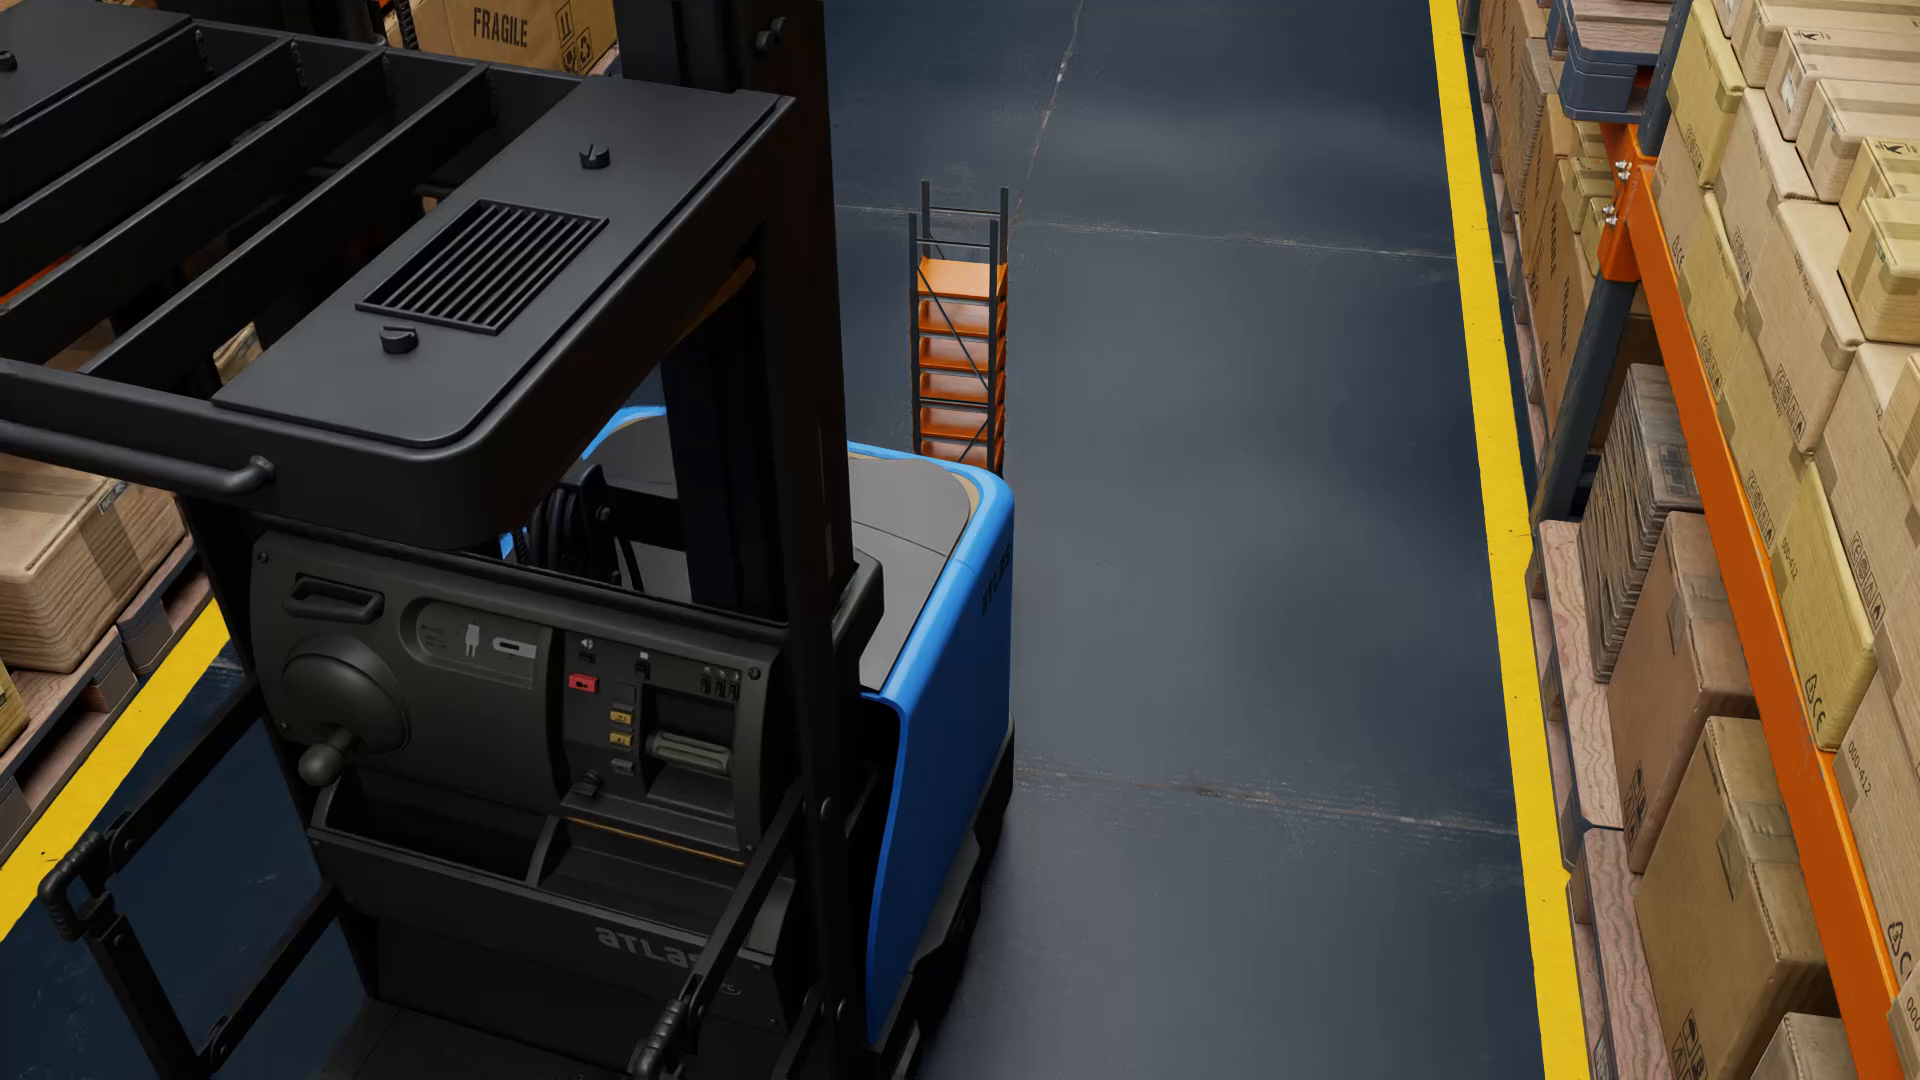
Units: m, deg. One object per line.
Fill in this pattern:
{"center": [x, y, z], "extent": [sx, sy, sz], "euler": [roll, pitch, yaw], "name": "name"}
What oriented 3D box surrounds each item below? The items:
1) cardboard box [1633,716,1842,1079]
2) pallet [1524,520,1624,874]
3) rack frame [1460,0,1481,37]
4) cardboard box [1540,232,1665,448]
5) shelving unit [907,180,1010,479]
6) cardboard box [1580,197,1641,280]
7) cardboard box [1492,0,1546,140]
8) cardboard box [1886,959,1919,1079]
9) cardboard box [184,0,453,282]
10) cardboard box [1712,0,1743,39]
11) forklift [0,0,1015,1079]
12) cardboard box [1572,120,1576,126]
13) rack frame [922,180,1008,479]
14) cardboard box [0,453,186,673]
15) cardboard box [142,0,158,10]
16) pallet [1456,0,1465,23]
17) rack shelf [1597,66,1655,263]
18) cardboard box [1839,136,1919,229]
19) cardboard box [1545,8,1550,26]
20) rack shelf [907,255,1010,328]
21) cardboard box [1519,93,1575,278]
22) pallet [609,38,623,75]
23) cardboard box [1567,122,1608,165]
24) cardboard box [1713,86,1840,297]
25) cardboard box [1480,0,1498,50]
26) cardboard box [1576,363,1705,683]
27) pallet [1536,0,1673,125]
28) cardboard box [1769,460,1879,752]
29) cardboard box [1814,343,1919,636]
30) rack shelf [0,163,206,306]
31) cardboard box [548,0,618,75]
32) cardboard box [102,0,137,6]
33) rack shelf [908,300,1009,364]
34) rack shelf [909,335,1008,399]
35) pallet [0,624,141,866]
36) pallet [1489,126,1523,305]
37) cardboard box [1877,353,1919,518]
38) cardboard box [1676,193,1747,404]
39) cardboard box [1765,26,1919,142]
{"center": [1.967, 0.838, 3.416], "extent": [0.875, 0.625, 0.625], "euler": [5, 40, 6], "name": "cardboard box"}
{"center": [2.129, 0.448, 4.542], "extent": [1.003, 0.211, 1.213], "euler": [6, 40, 8], "name": "pallet"}
{"center": [3.002, -3.649, 7.310], "extent": [1.000, 3.000, 0.127], "euler": [6, 40, 8], "name": "rack frame"}
{"center": [2.171, -0.626, 5.286], "extent": [0.500, 0.500, 0.500], "euler": [7, 40, 9], "name": "cardboard box"}
{"center": [-0.003, -0.453, 4.857], "extent": [0.258, 1.200, 0.189], "euler": [6, 40, 8], "name": "shelving unit"}
{"center": [2.146, -0.925, 5.138], "extent": [0.380, 0.149, 0.250], "euler": [5, 40, 5], "name": "cardboard box"}
{"center": [2.524, -1.921, 6.851], "extent": [0.500, 0.500, 0.500], "euler": [5, 40, 6], "name": "cardboard box"}
{"center": [1.529, 0.768, 2.085], "extent": [0.500, 0.250, 0.500], "euler": [6, 40, 7], "name": "cardboard box"}
{"center": [-2.378, -1.451, 5.989], "extent": [0.875, 0.875, 0.875], "euler": [6, 40, 7], "name": "cardboard box"}
{"center": [1.965, -1.260, 3.832], "extent": [0.380, 0.149, 0.250], "euler": [8, 40, 9], "name": "cardboard box"}
{"center": [-0.804, 0.341, 2.537], "extent": [1.130, 2.935, 3.031], "euler": [12, 41, 14], "name": "forklift"}
{"center": [2.385, -1.577, 5.927], "extent": [0.380, 0.149, 0.250], "euler": [6, 40, 7], "name": "cardboard box"}
{"center": [0.013, -0.511, 4.926], "extent": [0.240, 1.200, 0.006], "euler": [6, 40, 8], "name": "rack frame"}
{"center": [-2.807, -0.015, 4.647], "extent": [0.950, 0.372, 0.625], "euler": [6, 40, 7], "name": "cardboard box"}
{"center": [-2.404, -1.517, 4.598], "extent": [0.380, 0.149, 0.250], "euler": [8, 40, 9], "name": "cardboard box"}
{"center": [3.122, -3.005, 8.719], "extent": [1.003, 0.211, 1.213], "euler": [6, 40, 8], "name": "pallet"}
{"center": [2.656, -2.117, 6.021], "extent": [1.077, 0.370, 4.000], "euler": [6, 40, 8], "name": "rack shelf"}
{"center": [1.854, -0.602, 3.036], "extent": [0.380, 0.149, 0.250], "euler": [7, 40, 8], "name": "cardboard box"}
{"center": [2.514, -2.075, 6.529], "extent": [0.380, 0.149, 0.250], "euler": [8, 40, 9], "name": "cardboard box"}
{"center": [-0.003, -0.697, 4.656], "extent": [0.258, 0.103, 0.180], "euler": [6, 40, 8], "name": "rack shelf"}
{"center": [2.356, -1.268, 6.062], "extent": [0.500, 0.500, 0.500], "euler": [8, 40, 10], "name": "cardboard box"}
{"center": [-1.947, -2.627, 8.262], "extent": [1.003, 0.211, 1.213], "euler": [6, 40, 8], "name": "pallet"}
{"center": [2.252, -1.260, 5.543], "extent": [0.380, 0.149, 0.250], "euler": [5, 40, 6], "name": "cardboard box"}
{"center": [1.905, -0.708, 3.478], "extent": [0.500, 0.250, 0.500], "euler": [8, 40, 9], "name": "cardboard box"}
{"center": [2.697, -2.569, 7.635], "extent": [0.500, 0.500, 0.500], "euler": [8, 40, 10], "name": "cardboard box"}
{"center": [2.189, 0.005, 4.425], "extent": [0.875, 0.625, 0.625], "euler": [8, 40, 9], "name": "cardboard box"}
{"center": [2.358, -1.498, 4.858], "extent": [1.213, 0.211, 1.003], "euler": [6, 40, 8], "name": "pallet"}
{"center": [1.727, 0.135, 2.850], "extent": [0.500, 0.250, 0.500], "euler": [8, 40, 9], "name": "cardboard box"}
{"center": [1.733, -0.058, 2.692], "extent": [0.500, 0.250, 0.500], "euler": [7, 40, 8], "name": "cardboard box"}
{"center": [-2.926, -0.151, 3.644], "extent": [1.077, 0.370, 4.000], "euler": [6, 40, 8], "name": "rack shelf"}
{"center": [-2.064, -2.571, 7.344], "extent": [0.875, 0.875, 0.875], "euler": [7, 40, 9], "name": "cardboard box"}
{"center": [-2.384, -1.683, 4.290], "extent": [0.500, 0.500, 0.500], "euler": [5, 40, 6], "name": "cardboard box"}
{"center": [-0.003, -0.604, 4.732], "extent": [0.258, 0.103, 0.180], "euler": [6, 40, 8], "name": "rack shelf"}
{"center": [-0.003, -0.512, 4.809], "extent": [0.258, 0.103, 0.180], "euler": [6, 40, 8], "name": "rack shelf"}
{"center": [-2.930, 0.645, 4.305], "extent": [1.003, 0.211, 1.213], "euler": [6, 40, 8], "name": "pallet"}
{"center": [2.690, -1.292, 6.647], "extent": [1.003, 0.211, 1.213], "euler": [6, 40, 8], "name": "pallet"}
{"center": [1.620, -0.136, 2.473], "extent": [0.380, 0.149, 0.250], "euler": [5, 40, 6], "name": "cardboard box"}
{"center": [1.901, -0.514, 3.636], "extent": [0.500, 0.250, 0.500], "euler": [6, 40, 7], "name": "cardboard box"}
{"center": [1.901, -0.928, 3.431], "extent": [0.380, 0.149, 0.250], "euler": [7, 40, 9], "name": "cardboard box"}
